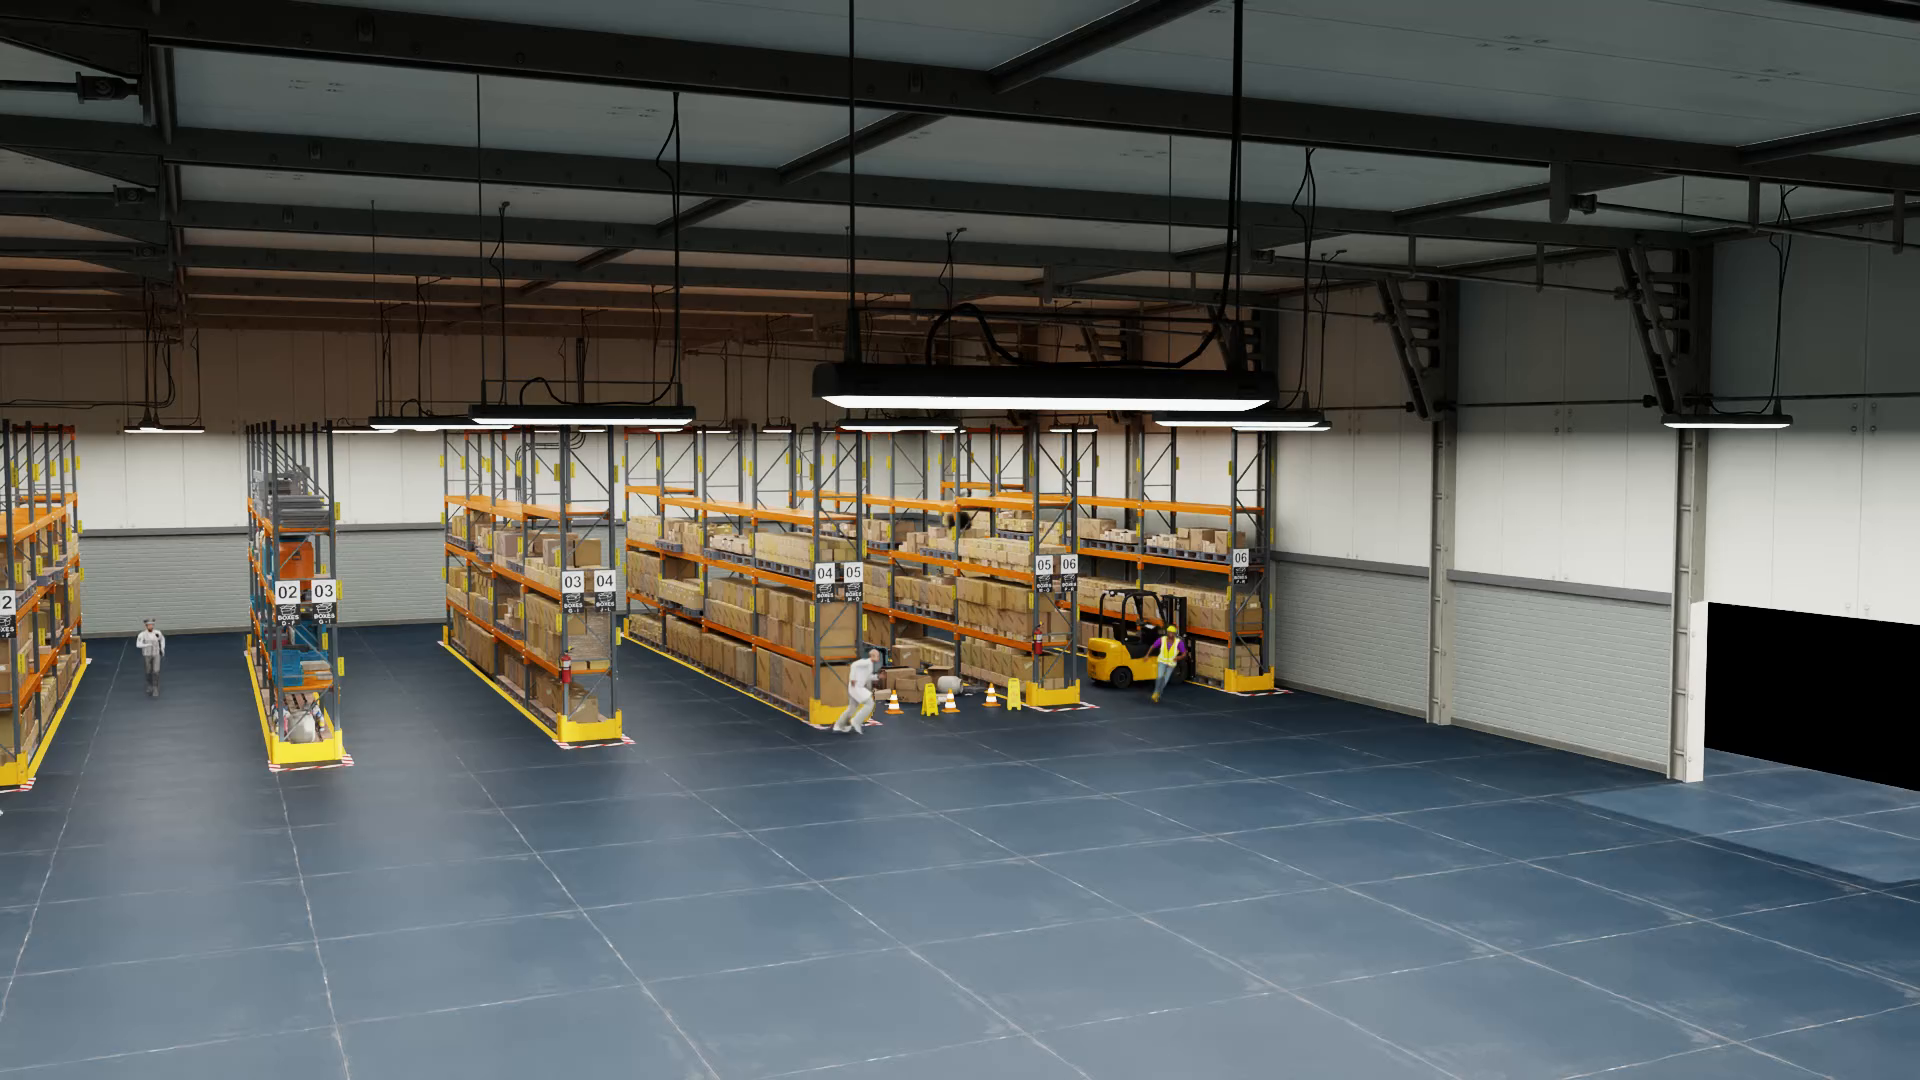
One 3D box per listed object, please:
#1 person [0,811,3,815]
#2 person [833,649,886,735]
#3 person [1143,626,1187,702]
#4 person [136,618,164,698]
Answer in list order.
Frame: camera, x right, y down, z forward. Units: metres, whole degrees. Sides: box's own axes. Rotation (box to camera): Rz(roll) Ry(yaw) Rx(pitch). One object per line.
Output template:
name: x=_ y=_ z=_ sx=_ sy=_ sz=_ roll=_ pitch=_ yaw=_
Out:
person: x=-14.919 y=3.332 z=24.968 sx=0.921 sy=1.675 sz=0.612 roll=-1 pitch=4 yaw=-12
person: x=-1.933 y=2.920 z=31.869 sx=1.028 sy=1.660 sz=0.751 roll=0 pitch=4 yaw=5
person: x=4.420 y=2.668 z=35.686 sx=0.873 sy=1.668 sz=0.717 roll=0 pitch=4 yaw=-3
person: x=-17.826 y=2.581 z=36.638 sx=0.557 sy=1.740 sz=0.846 roll=-2 pitch=4 yaw=-26
